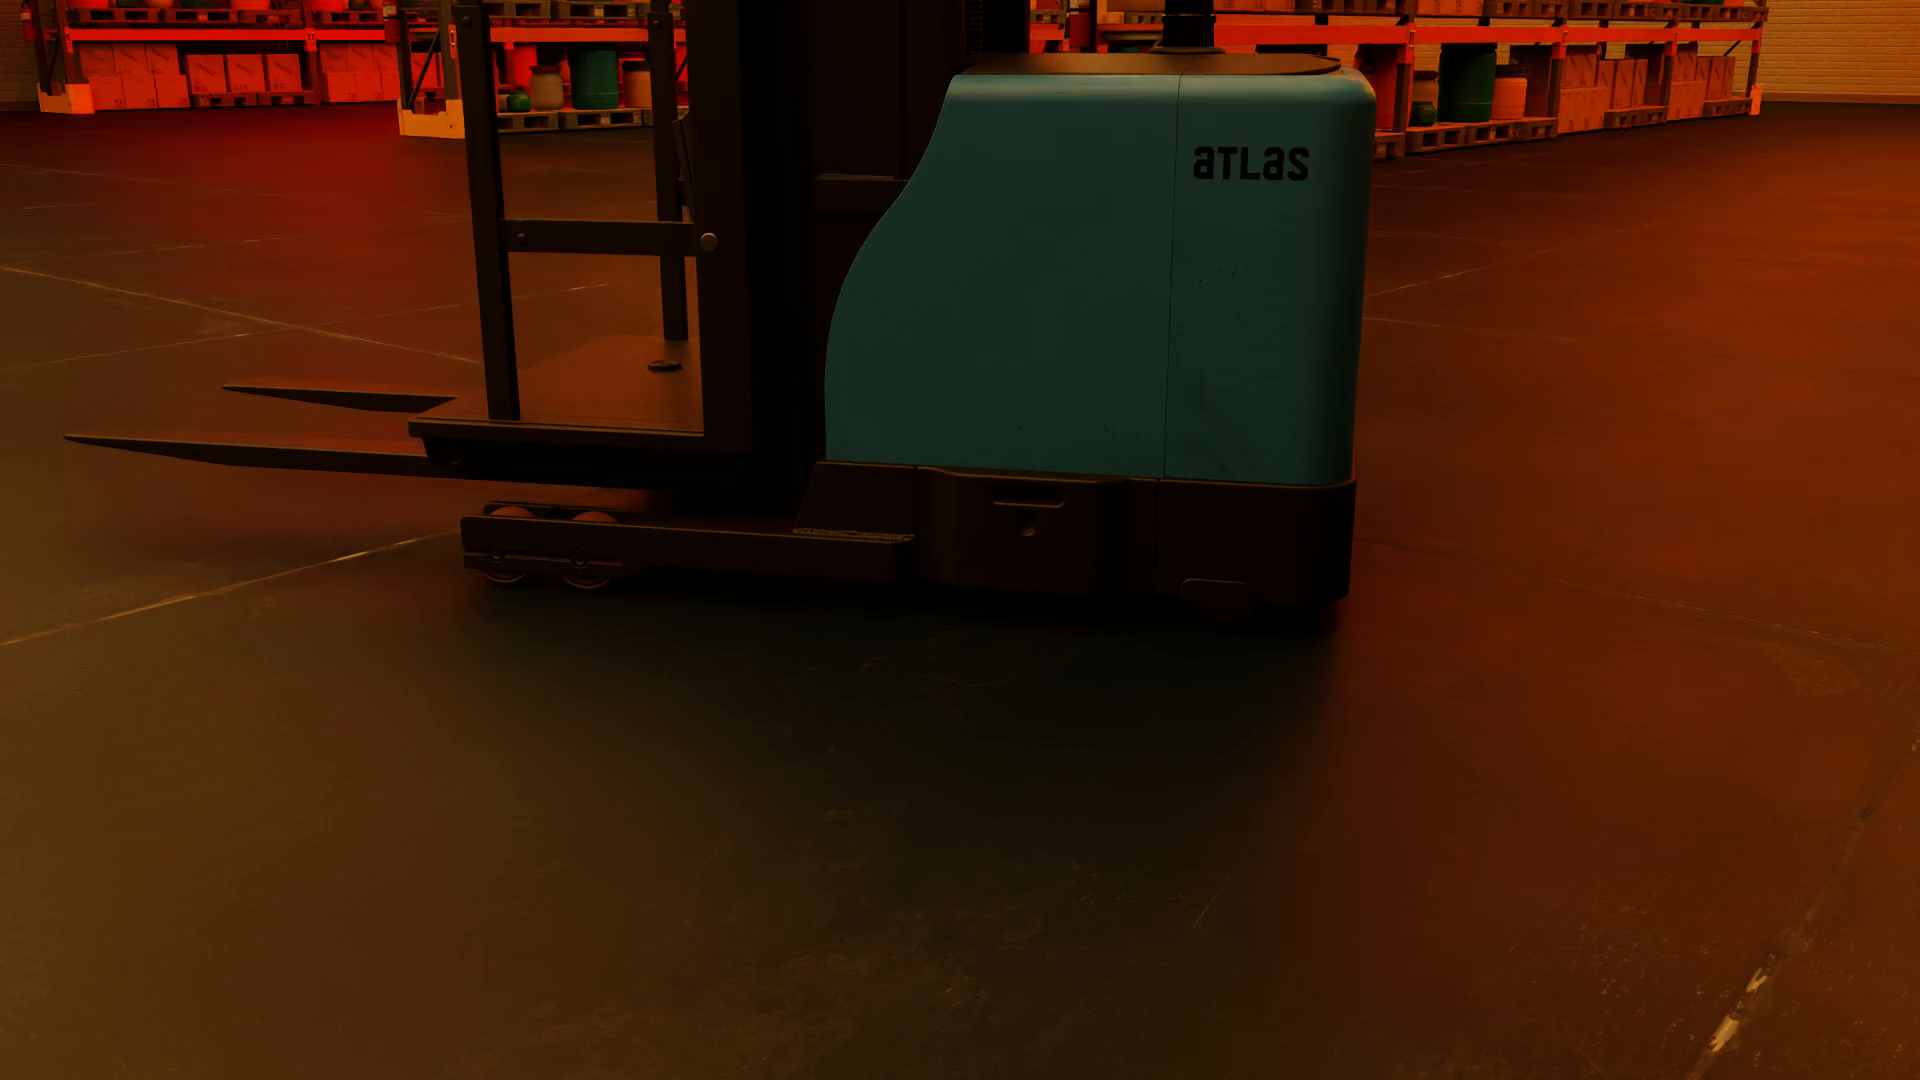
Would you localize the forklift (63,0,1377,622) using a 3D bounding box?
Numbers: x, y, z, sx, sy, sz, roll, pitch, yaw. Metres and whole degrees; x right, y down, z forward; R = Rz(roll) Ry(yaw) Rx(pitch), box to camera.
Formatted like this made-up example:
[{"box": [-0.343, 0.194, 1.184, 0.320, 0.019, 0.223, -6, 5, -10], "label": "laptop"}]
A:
[{"box": [-0.610, -1.441, 3.642, 3.031, 2.935, 1.130, 4, 17, 12], "label": "forklift"}]
